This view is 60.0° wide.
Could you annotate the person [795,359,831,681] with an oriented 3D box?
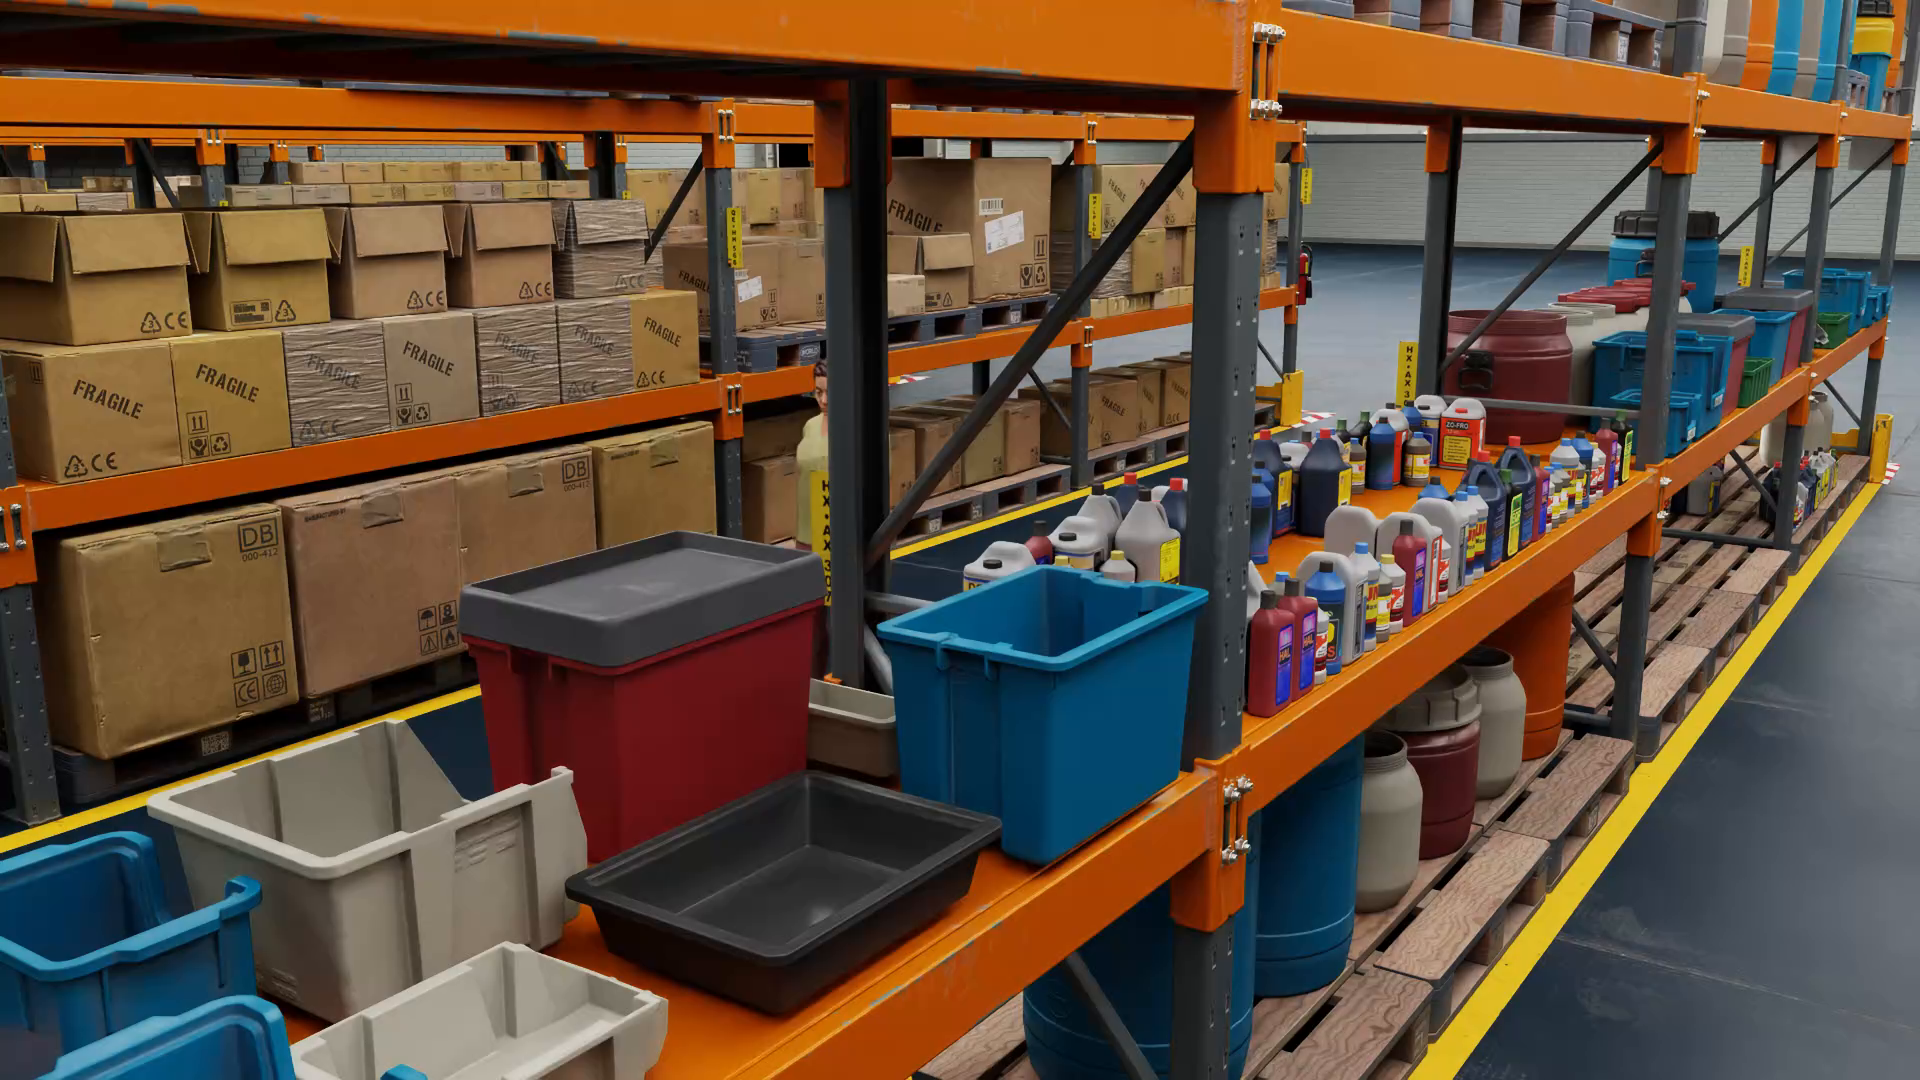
[{"bbox_3d":[-0.564,0.028,7.320,0.451,1.684,0.433,9,16,33],"label":"person"}]
